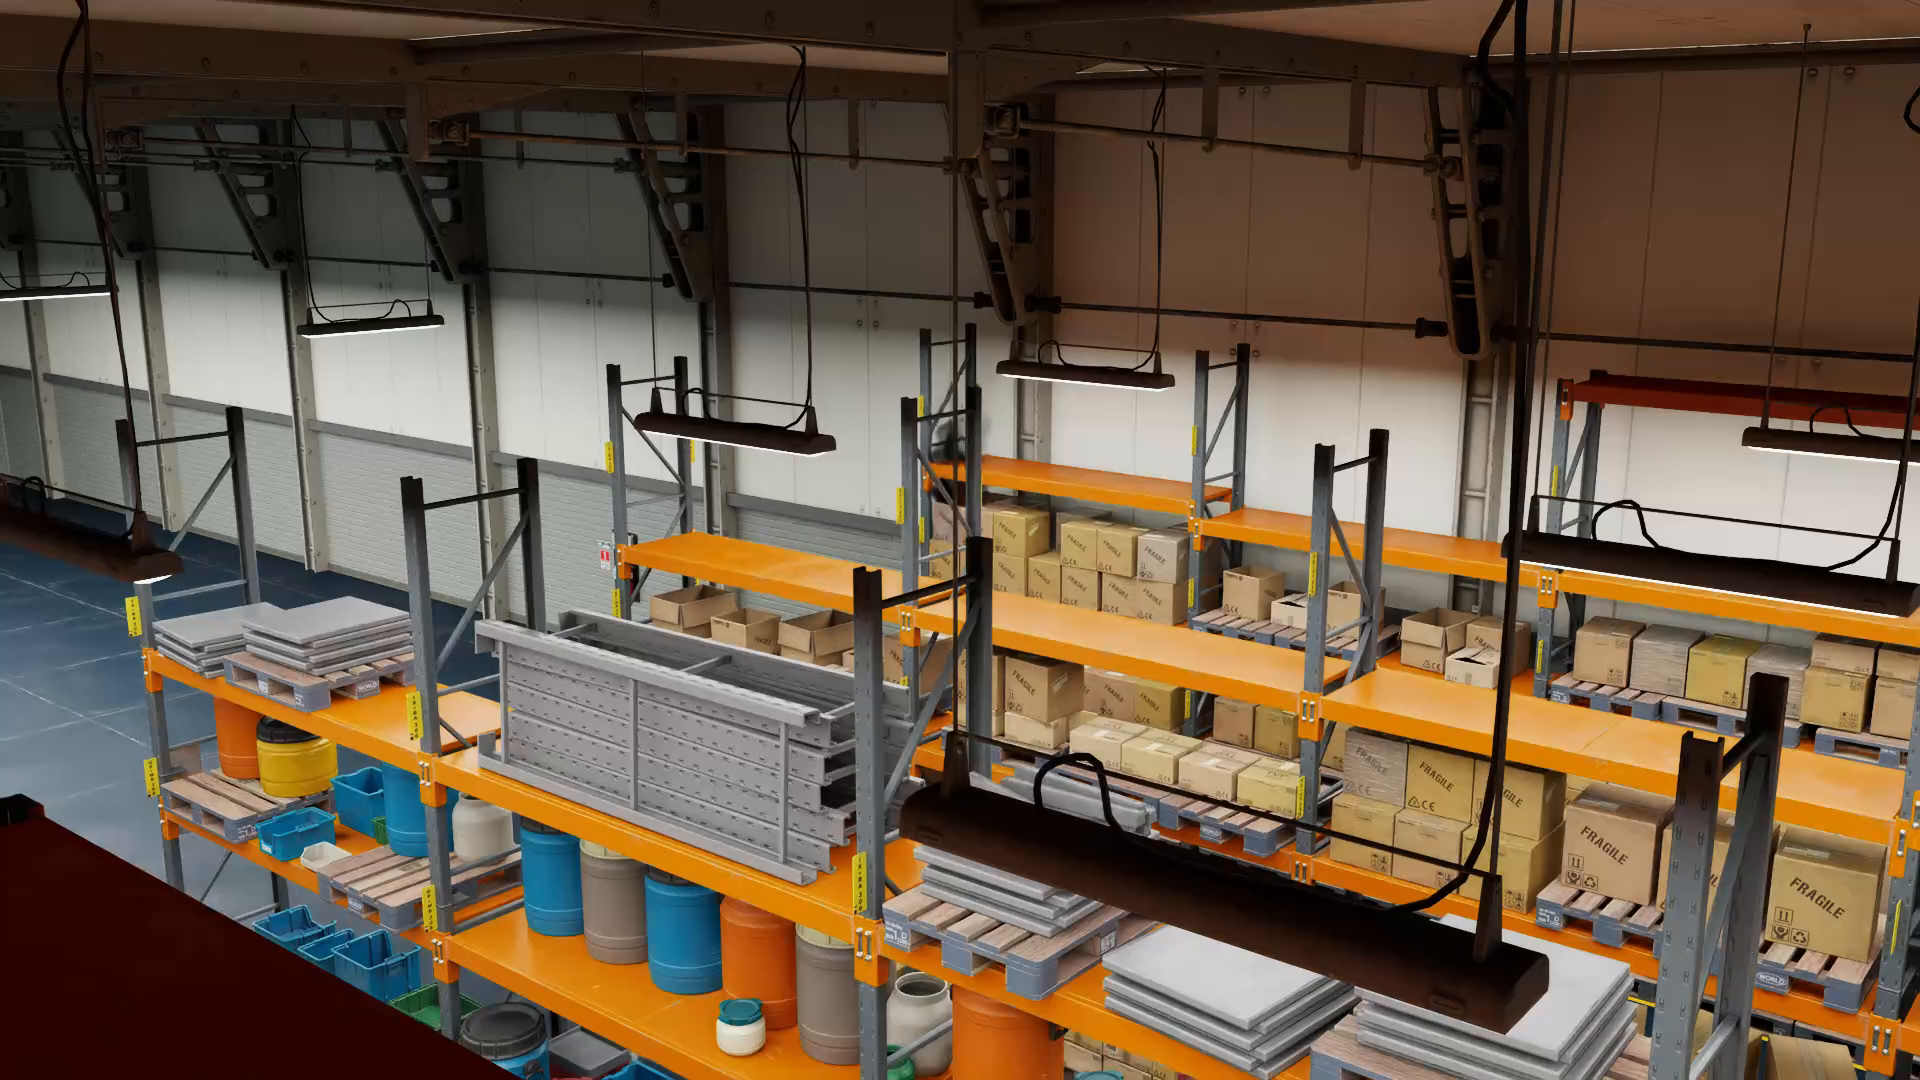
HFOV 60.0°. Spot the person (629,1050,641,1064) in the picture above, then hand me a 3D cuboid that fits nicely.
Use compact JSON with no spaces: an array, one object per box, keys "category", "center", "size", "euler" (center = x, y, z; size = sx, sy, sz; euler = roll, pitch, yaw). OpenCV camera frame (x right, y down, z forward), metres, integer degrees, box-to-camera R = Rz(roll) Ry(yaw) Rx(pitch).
[{"category":"person","center":[-2.745,4.106,13.875],"size":[0.997,1.773,0.683],"euler":[10,16,37]}]
